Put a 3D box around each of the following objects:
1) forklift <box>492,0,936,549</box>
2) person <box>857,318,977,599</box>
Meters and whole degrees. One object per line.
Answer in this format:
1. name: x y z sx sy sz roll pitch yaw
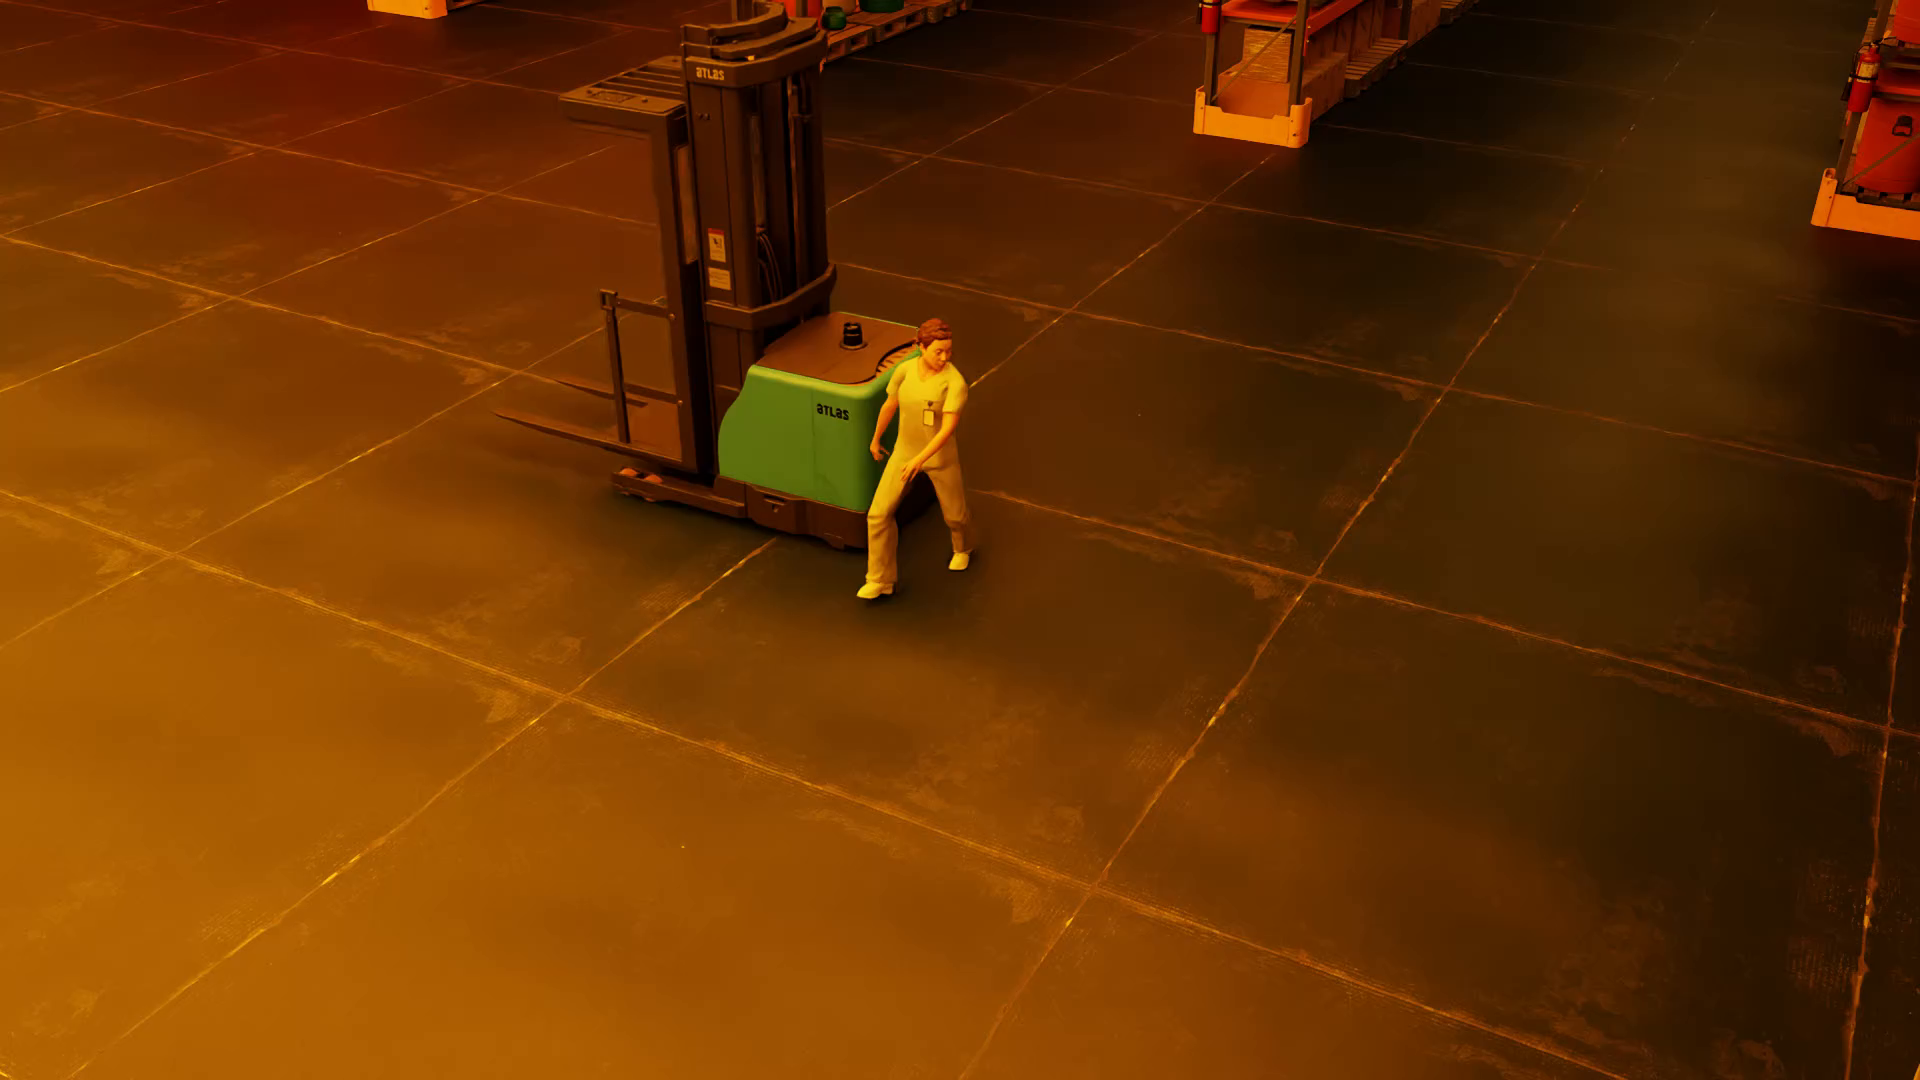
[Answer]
1. forklift: -1.617 -1.724 10.059 3.031 2.935 1.130 15 33 24
2. person: -0.254 -0.462 9.218 0.597 1.603 0.869 10 31 16
